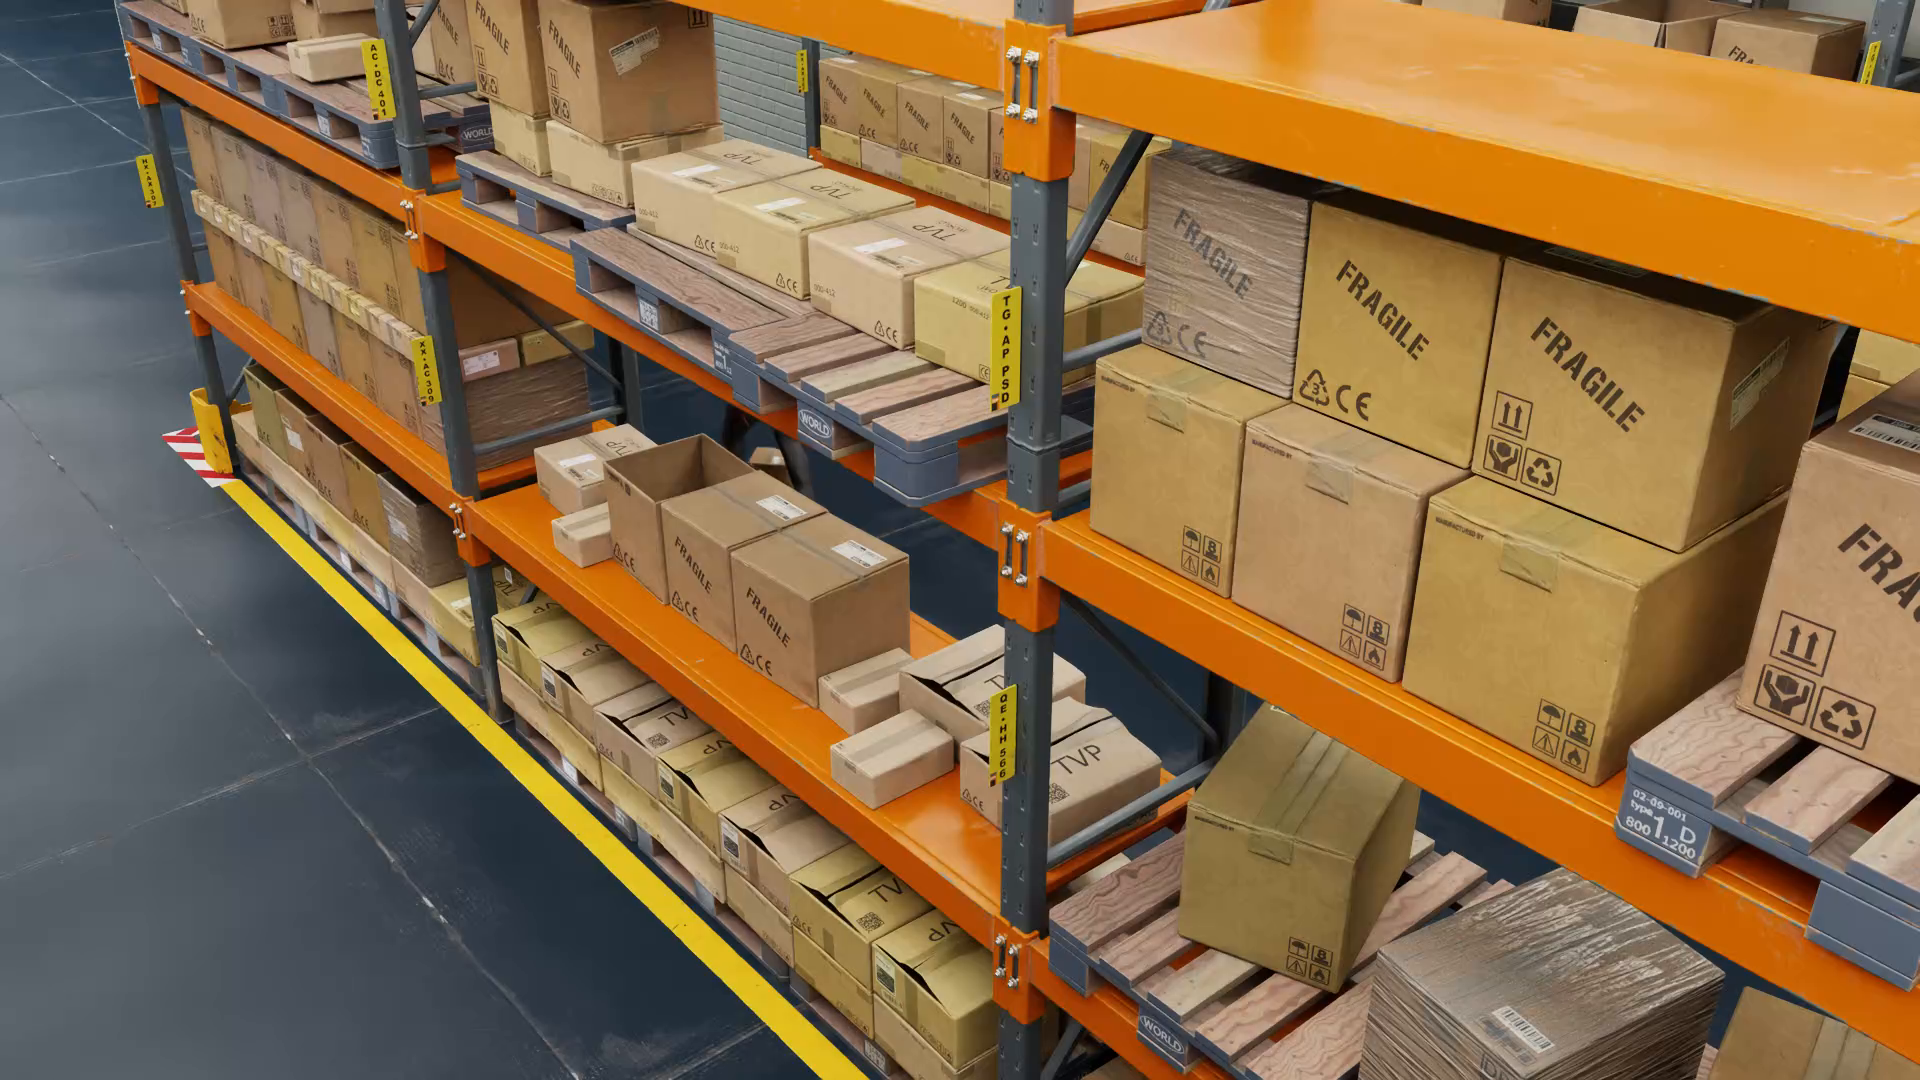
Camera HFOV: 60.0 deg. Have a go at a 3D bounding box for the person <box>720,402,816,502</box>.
[{"bbox_3d":[-1.274,-0.942,10.398,0.453,1.652,0.908,-25,37,-38],"label":"person"}]
